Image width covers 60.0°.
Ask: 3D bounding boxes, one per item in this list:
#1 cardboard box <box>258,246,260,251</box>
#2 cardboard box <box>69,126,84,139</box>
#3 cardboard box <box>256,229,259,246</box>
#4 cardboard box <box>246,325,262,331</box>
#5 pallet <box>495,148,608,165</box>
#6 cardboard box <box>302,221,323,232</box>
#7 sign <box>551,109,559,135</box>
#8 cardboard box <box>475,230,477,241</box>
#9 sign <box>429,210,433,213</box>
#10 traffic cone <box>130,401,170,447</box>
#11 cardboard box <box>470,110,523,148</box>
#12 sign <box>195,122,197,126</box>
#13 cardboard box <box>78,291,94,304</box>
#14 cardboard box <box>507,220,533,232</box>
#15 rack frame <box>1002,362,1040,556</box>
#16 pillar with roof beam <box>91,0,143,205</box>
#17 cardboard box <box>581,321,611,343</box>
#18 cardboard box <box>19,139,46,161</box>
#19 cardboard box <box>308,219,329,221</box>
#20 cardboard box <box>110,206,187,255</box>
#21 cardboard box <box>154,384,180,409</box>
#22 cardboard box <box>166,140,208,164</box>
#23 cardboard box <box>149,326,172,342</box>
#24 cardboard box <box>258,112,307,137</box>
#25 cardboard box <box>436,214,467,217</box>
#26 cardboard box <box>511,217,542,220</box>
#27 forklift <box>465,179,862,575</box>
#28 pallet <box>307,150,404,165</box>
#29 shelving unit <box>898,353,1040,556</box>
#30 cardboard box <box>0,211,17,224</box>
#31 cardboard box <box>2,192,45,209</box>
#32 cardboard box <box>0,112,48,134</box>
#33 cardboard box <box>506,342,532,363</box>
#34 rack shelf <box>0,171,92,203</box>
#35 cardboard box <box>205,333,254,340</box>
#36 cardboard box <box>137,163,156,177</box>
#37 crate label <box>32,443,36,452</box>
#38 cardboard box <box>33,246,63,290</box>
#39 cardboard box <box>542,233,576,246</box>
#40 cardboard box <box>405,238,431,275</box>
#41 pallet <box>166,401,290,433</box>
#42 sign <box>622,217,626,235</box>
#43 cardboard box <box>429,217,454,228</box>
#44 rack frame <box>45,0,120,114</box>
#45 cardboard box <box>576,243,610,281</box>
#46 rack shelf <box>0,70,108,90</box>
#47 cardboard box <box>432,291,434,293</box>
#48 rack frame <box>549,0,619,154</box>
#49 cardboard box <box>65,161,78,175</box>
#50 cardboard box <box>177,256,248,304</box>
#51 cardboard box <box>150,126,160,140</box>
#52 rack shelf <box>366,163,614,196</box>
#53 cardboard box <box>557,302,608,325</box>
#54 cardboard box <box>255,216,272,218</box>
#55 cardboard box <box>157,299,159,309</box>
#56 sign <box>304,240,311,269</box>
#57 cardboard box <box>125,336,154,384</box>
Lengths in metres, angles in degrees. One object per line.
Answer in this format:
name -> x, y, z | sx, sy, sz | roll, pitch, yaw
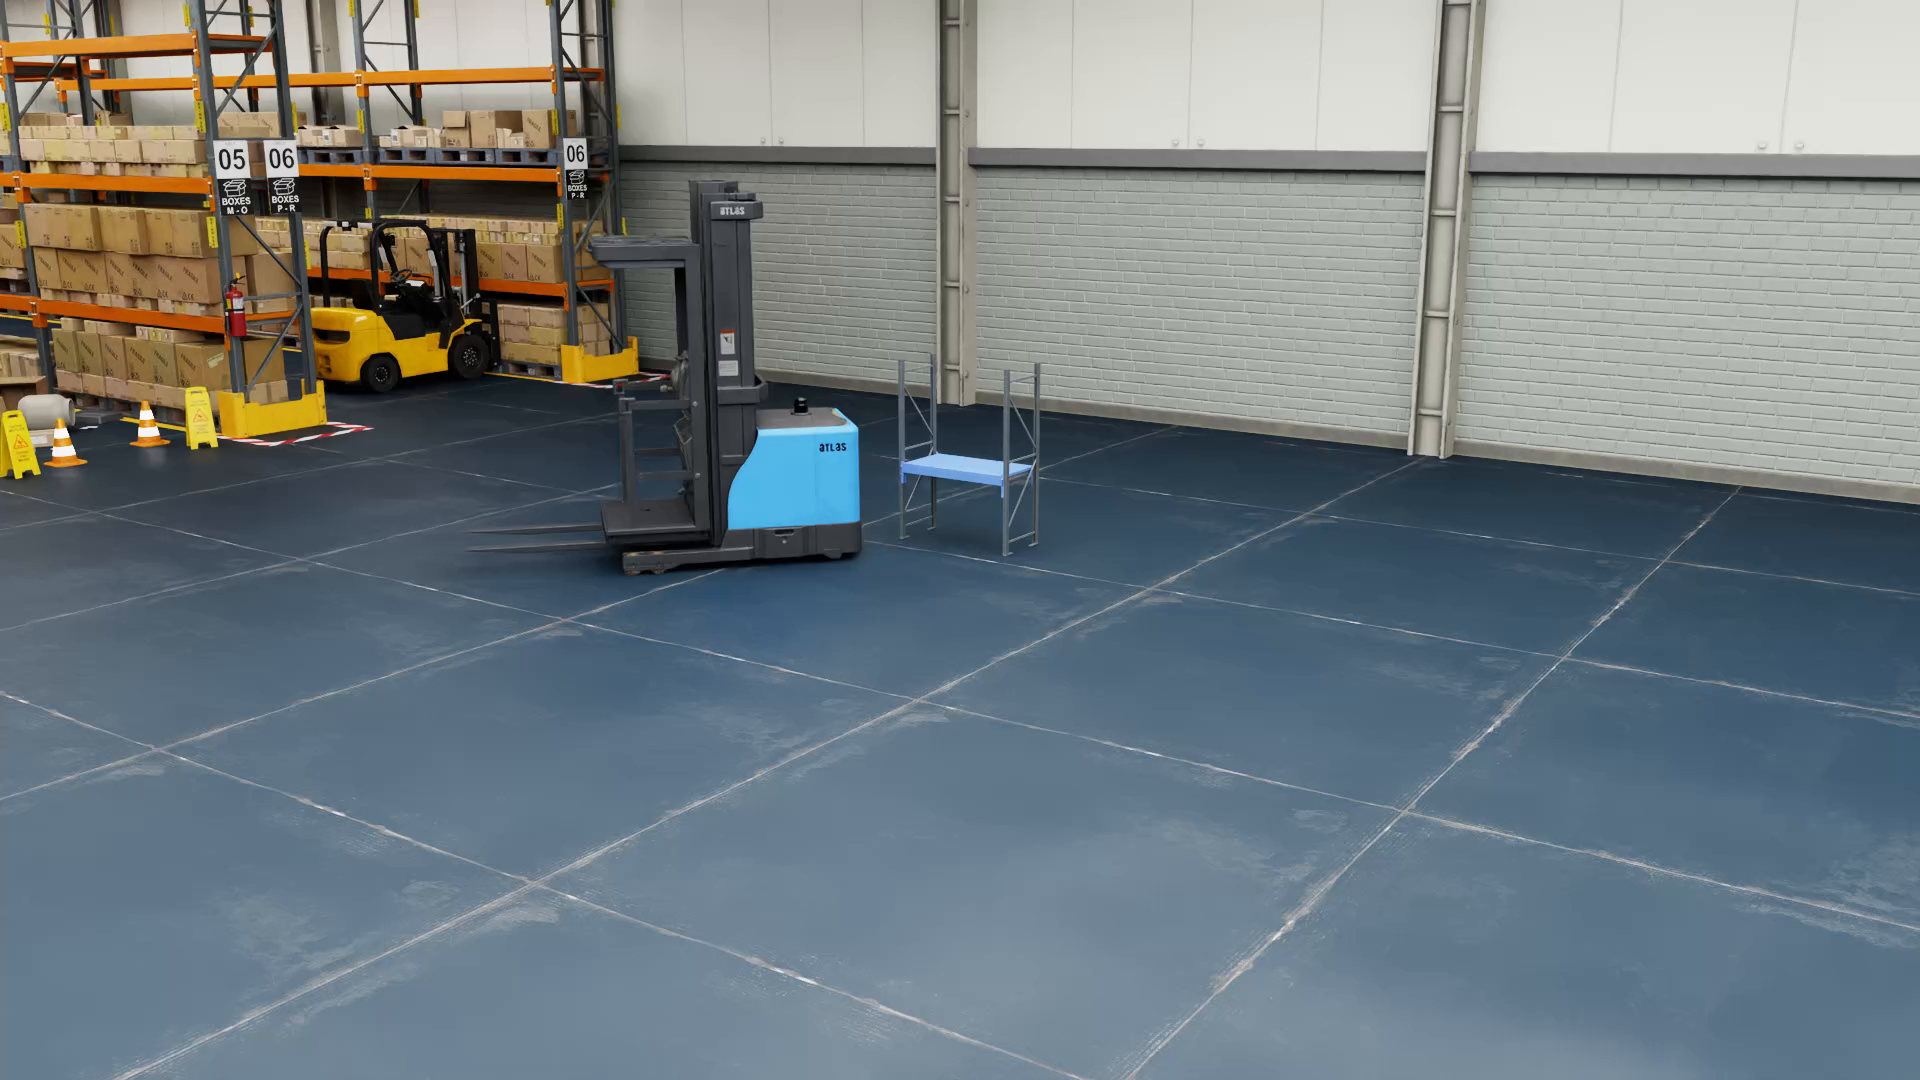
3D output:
cardboard box -> -10.938, -4.515, 26.133 | 0.500, 0.250, 0.500 | 9, 16, 32
cardboard box -> -10.069, -4.722, 19.276 | 0.250, 0.149, 0.380 | 9, 16, 31
cardboard box -> -10.937, -4.759, 26.077 | 0.500, 0.250, 0.500 | 10, 17, 35
cardboard box -> -11.074, -3.729, 26.714 | 0.625, 0.625, 0.875 | 10, 17, 35
pallet -> -5.518, -5.205, 22.548 | 1.213, 0.211, 1.003 | 9, 17, 33
cardboard box -> -9.749, -4.759, 25.246 | 0.250, 0.149, 0.380 | 9, 17, 33
sign -> -5.260, -5.433, 21.607 | 0.005, 0.325, 0.100 | 9, 17, 33
cardboard box -> -6.625, -4.264, 23.250 | 0.250, 0.149, 0.380 | 9, 17, 32
sign -> -7.956, -4.798, 24.996 | 0.005, 0.325, 0.100 | 9, 17, 33
traffic cone -> -8.790, -1.271, 17.993 | 0.334, 0.463, 0.336 | 9, 17, 33
cardboard box -> -6.243, -5.617, 22.738 | 0.500, 0.500, 0.700 | 9, 17, 33
sign -> -11.888, -6.364, 25.970 | 0.005, 0.325, 0.100 | 9, 17, 33
cardboard box -> -10.288, -2.917, 19.886 | 0.250, 0.149, 0.380 | 10, 17, 35
cardboard box -> -5.980, -4.310, 22.816 | 0.250, 0.149, 0.380 | 9, 17, 33
rack frame -> 0.493, -0.648, 13.321 | 0.032, 1.500, 0.500 | 9, 17, 33
pillar with roof beam -> -17.380, -7.628, 25.910 | 0.400, 9.000, 9.100 | 9, 17, 33
cardboard box -> -5.220, -2.908, 23.136 | 0.500, 0.250, 0.500 | 10, 17, 34
cardboard box -> -10.820, -4.652, 19.824 | 0.500, 0.250, 0.500 | 9, 16, 32
cardboard box -> -9.916, -4.923, 25.909 | 0.250, 0.149, 0.380 | 10, 17, 34
cardboard box -> -9.155, -3.522, 18.901 | 0.500, 0.500, 0.700 | 9, 16, 32
cardboard box -> -8.959, -1.697, 19.282 | 0.500, 0.250, 0.500 | 9, 17, 33
cardboard box -> -8.288, -4.244, 18.176 | 0.500, 0.250, 0.500 | 9, 16, 32
cardboard box -> -9.072, -2.375, 19.114 | 0.250, 0.149, 0.380 | 10, 17, 34
cardboard box -> -10.274, -6.239, 25.253 | 0.500, 0.500, 0.500 | 10, 17, 34
cardboard box -> -7.419, -4.679, 24.304 | 0.250, 0.149, 0.380 | 9, 17, 32
cardboard box -> -6.123, -4.483, 23.513 | 0.250, 0.149, 0.380 | 9, 16, 31
forklift -> -2.355, -1.295, 12.955 | 3.031, 2.935, 1.130 | -3, 14, -14
pallet -> -9.004, -5.707, 24.791 | 1.217, 0.209, 0.805 | 8, 16, 31
shelving unit -> 0.071, -0.717, 13.597 | 1.048, 1.500, 0.538 | 9, 17, 33
cardboard box -> -12.120, -4.056, 20.916 | 0.250, 0.149, 0.380 | 9, 16, 31
cardboard box -> -16.751, -5.957, 29.779 | 0.500, 0.500, 0.500 | 10, 17, 34
cardboard box -> -11.584, -5.120, 20.420 | 0.500, 0.250, 0.500 | 10, 17, 34
cardboard box -> -5.919, -2.630, 23.051 | 0.500, 0.250, 0.500 | 9, 17, 33
rack shelf -> -12.691, -4.613, 21.471 | 4.000, 0.370, 1.077 | 9, 17, 33
cardboard box -> -8.684, -2.170, 19.636 | 0.500, 0.500, 0.500 | 8, 16, 31
cardboard box -> -8.997, -4.168, 18.699 | 0.250, 0.149, 0.380 | 9, 17, 32
crate label -> -9.814, -0.939, 17.330 | 0.298, 0.136, 0.250 | 1, 14, 4
cardboard box -> -10.822, -3.316, 20.151 | 0.500, 0.500, 0.500 | 9, 17, 33
cardboard box -> -5.390, -4.046, 22.366 | 0.250, 0.149, 0.380 | 9, 17, 34
cardboard box -> -7.601, -4.099, 23.930 | 0.500, 0.500, 0.500 | 10, 17, 34
pallet -> -8.430, -1.474, 19.339 | 1.213, 0.211, 1.003 | 9, 17, 33
sign -> -4.631, -4.260, 22.825 | 0.005, 0.325, 0.100 | 9, 17, 33
cardboard box -> -7.295, -4.500, 23.583 | 0.250, 0.149, 0.380 | 9, 16, 32
rack frame -> -14.903, -8.213, 28.274 | 0.127, 3.000, 1.000 | 9, 17, 33
cardboard box -> -5.202, -3.862, 22.974 | 0.500, 0.500, 0.500 | 10, 17, 35
rack shelf -> -16.562, -8.131, 29.445 | 4.000, 0.370, 1.077 | 9, 17, 33
cardboard box -> -7.748, -3.555, 24.710 | 0.500, 0.250, 0.500 | 10, 17, 34
rack frame -> -4.946, -6.604, 21.773 | 0.127, 3.000, 1.000 | 9, 17, 33
cardboard box -> -10.271, -4.382, 19.565 | 0.250, 0.149, 0.380 | 10, 17, 34
cardboard box -> -8.317, -2.912, 18.519 | 0.500, 0.500, 0.500 | 9, 16, 32
cardboard box -> -8.755, -4.526, 18.487 | 0.250, 0.149, 0.380 | 9, 17, 33
rack shelf -> -6.605, -5.067, 23.304 | 4.000, 0.370, 1.077 | 9, 17, 33
cardboard box -> -5.239, -3.148, 23.067 | 0.500, 0.250, 0.500 | 9, 16, 32
cardboard box -> -11.201, -5.125, 26.725 | 0.250, 0.149, 0.380 | 10, 17, 35
cardboard box -> -8.980, -2.729, 19.126 | 0.250, 0.149, 0.380 | 9, 17, 34
sign -> -7.410, -3.230, 18.827 | 0.005, 0.325, 0.100 | 9, 17, 33
cardboard box -> -9.373, -2.129, 19.467 | 0.500, 0.500, 0.500 | 9, 16, 32
